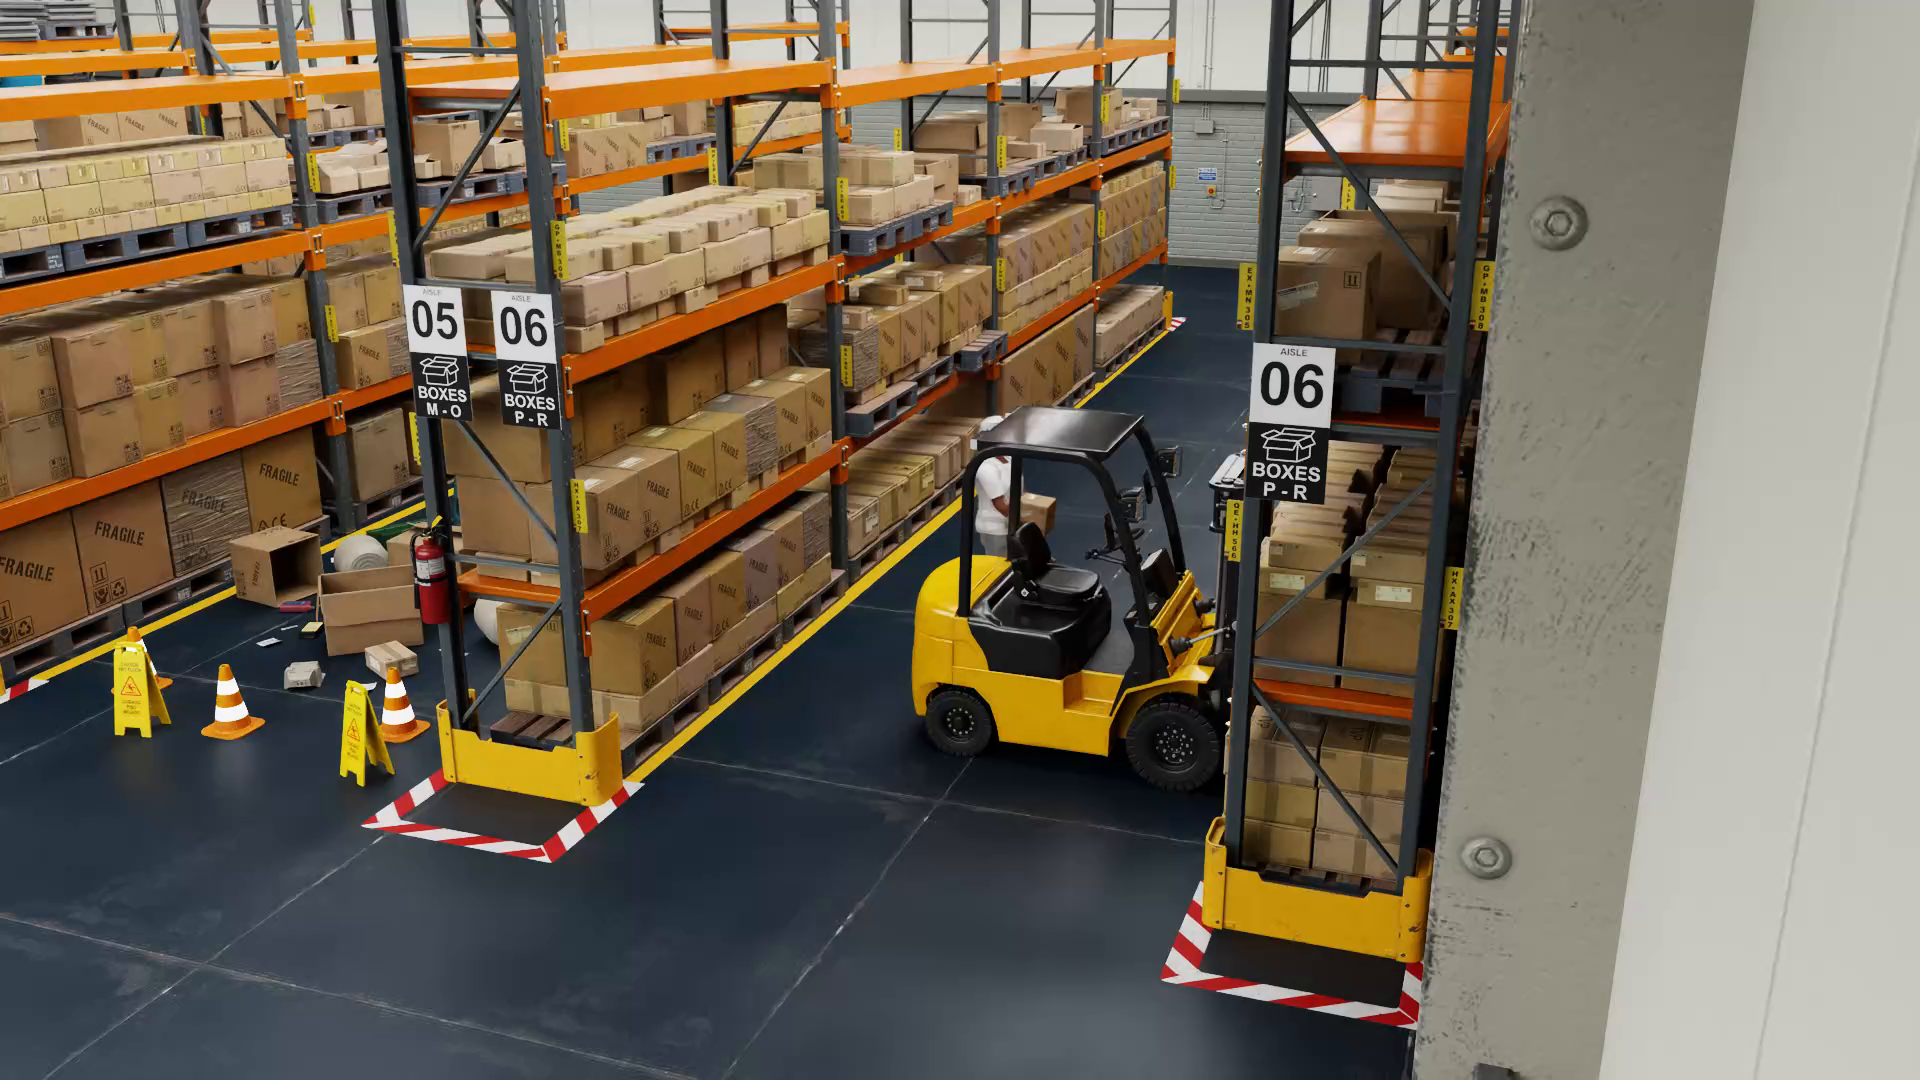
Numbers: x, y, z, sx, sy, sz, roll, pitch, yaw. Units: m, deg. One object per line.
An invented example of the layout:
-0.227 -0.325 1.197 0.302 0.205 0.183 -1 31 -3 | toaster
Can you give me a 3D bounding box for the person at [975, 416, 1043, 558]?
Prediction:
0.402 -0.079 12.758 0.573 1.767 0.521 6 20 18 | person
